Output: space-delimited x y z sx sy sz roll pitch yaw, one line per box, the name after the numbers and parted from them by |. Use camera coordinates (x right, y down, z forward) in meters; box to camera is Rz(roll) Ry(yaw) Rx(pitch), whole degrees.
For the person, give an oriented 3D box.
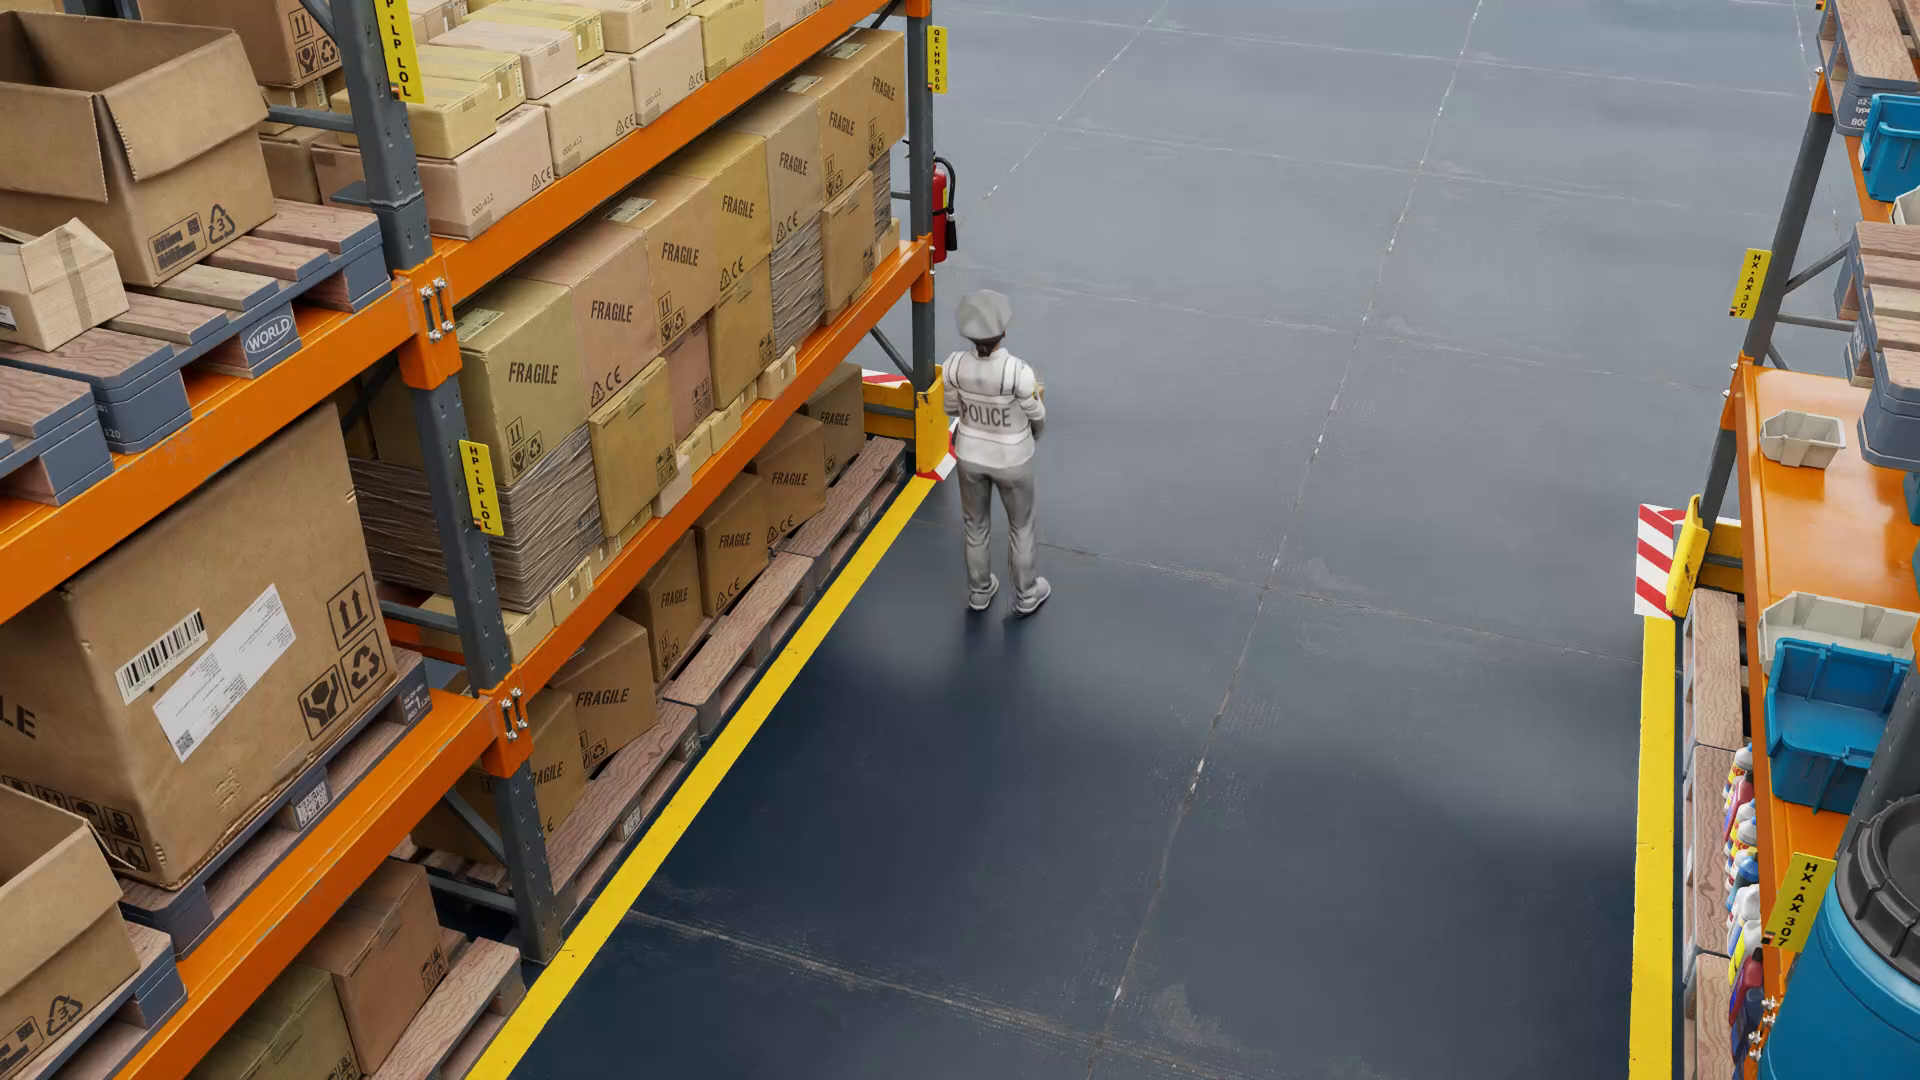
0.168 -0.408 7.722 0.492 1.701 0.535 11 35 16 | person
